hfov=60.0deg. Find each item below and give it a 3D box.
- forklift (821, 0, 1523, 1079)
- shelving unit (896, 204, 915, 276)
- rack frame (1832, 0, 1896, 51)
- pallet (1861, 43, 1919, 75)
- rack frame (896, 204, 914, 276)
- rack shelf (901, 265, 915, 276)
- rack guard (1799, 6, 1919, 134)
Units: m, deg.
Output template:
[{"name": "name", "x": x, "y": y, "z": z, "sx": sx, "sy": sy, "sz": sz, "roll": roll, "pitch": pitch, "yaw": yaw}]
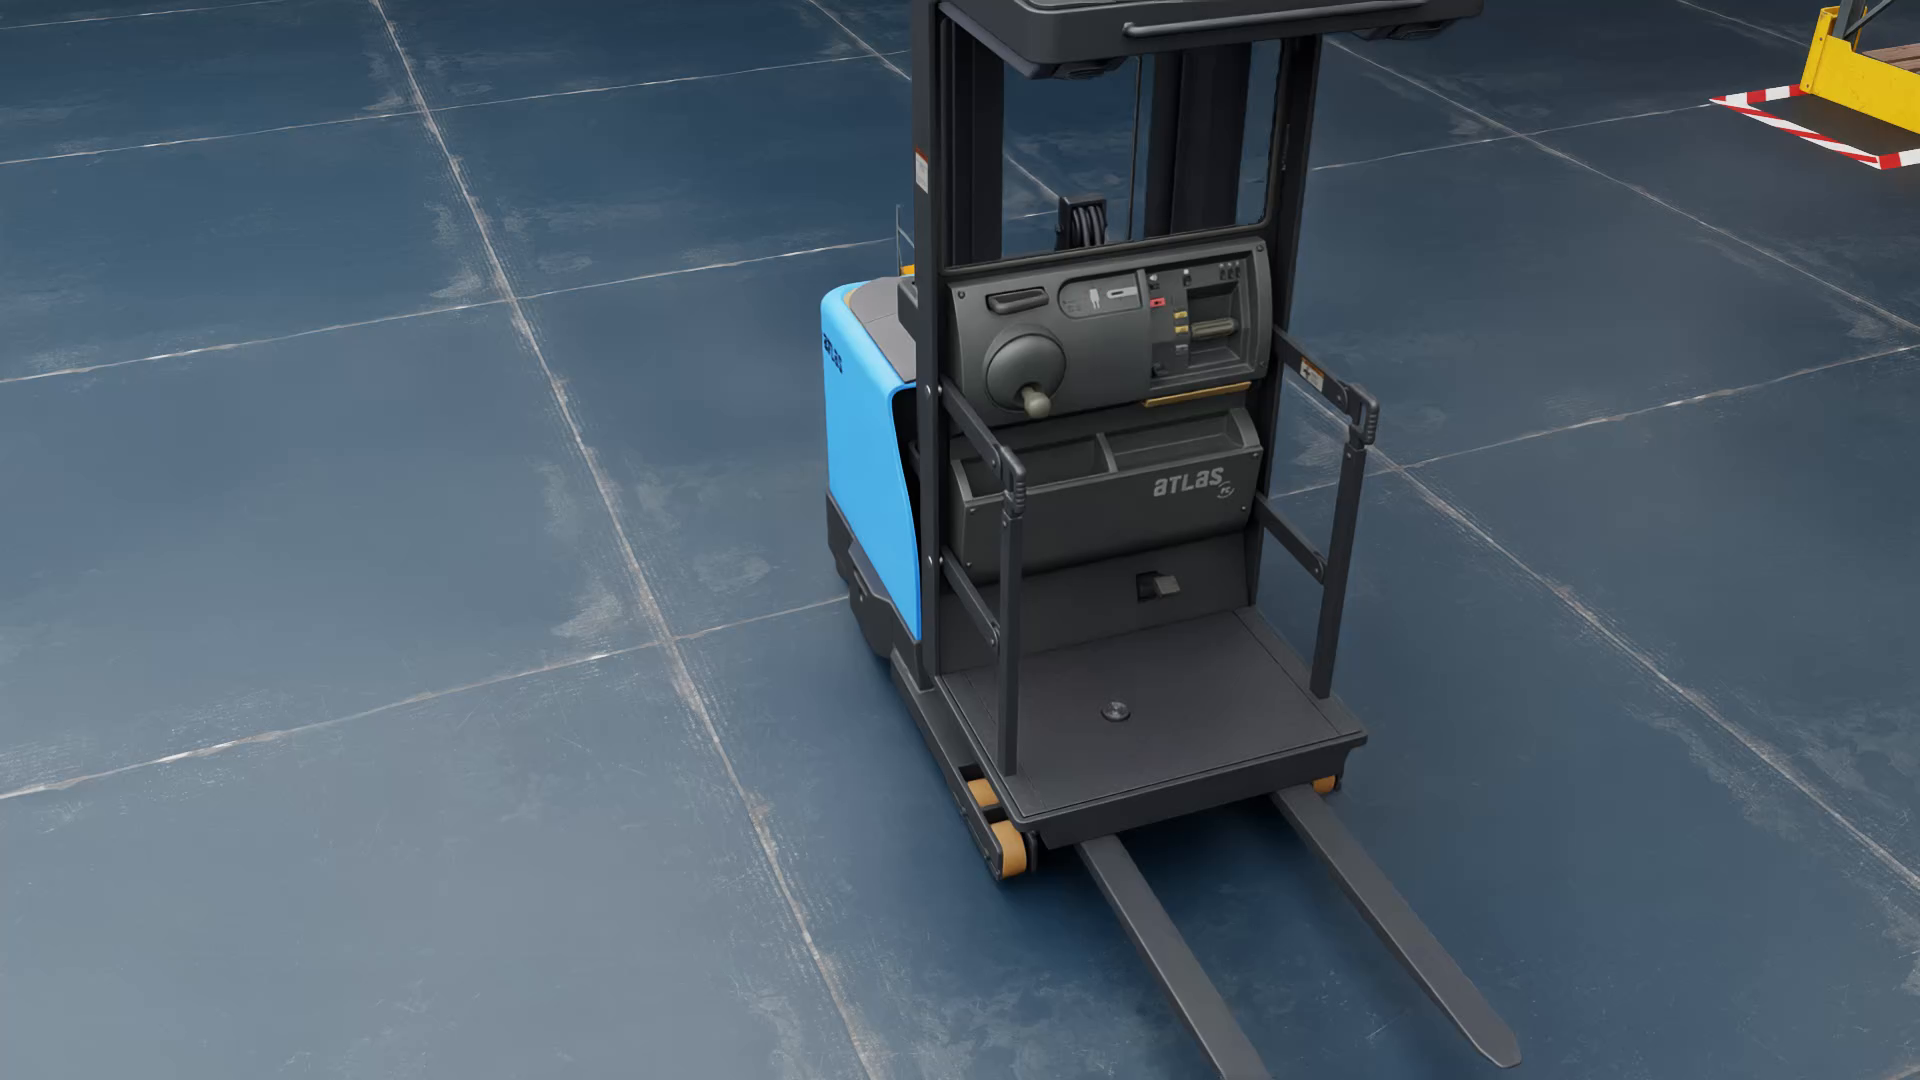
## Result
[{"name": "forklift", "x": 0.501, "y": -0.517, "z": 4.357, "sx": 1.130, "sy": 2.935, "sz": 3.031, "roll": -11, "pitch": 35, "yaw": -17}, {"name": "shelving unit", "x": -0.096, "y": -0.638, "z": 6.131, "sx": 0.189, "sy": 1.200, "sz": 0.258, "roll": -11, "pitch": 35, "yaw": -17}, {"name": "rack frame", "x": 5.722, "y": -3.880, "z": 9.463, "sx": 0.127, "sy": 3.000, "sz": 1.000, "roll": -13, "pitch": 35, "yaw": -19}, {"name": "pallet", "x": 6.525, "y": -2.920, "z": 10.544, "sx": 1.213, "sy": 0.211, "sz": 1.003, "roll": -13, "pitch": 35, "yaw": -19}, {"name": "rack frame", "x": -0.182, "y": -0.621, "z": 6.104, "sx": 0.006, "sy": 1.200, "sz": 0.240, "roll": -11, "pitch": 35, "yaw": -17}, {"name": "rack shelf", "x": -0.096, "y": -0.903, "z": 5.959, "sx": 0.180, "sy": 0.103, "sz": 0.258, "roll": -11, "pitch": 35, "yaw": -17}, {"name": "rack guard", "x": 5.774, "y": -2.872, "z": 10.206, "sx": 0.348, "sy": 0.500, "sz": 1.175, "roll": -13, "pitch": 35, "yaw": -19}]
